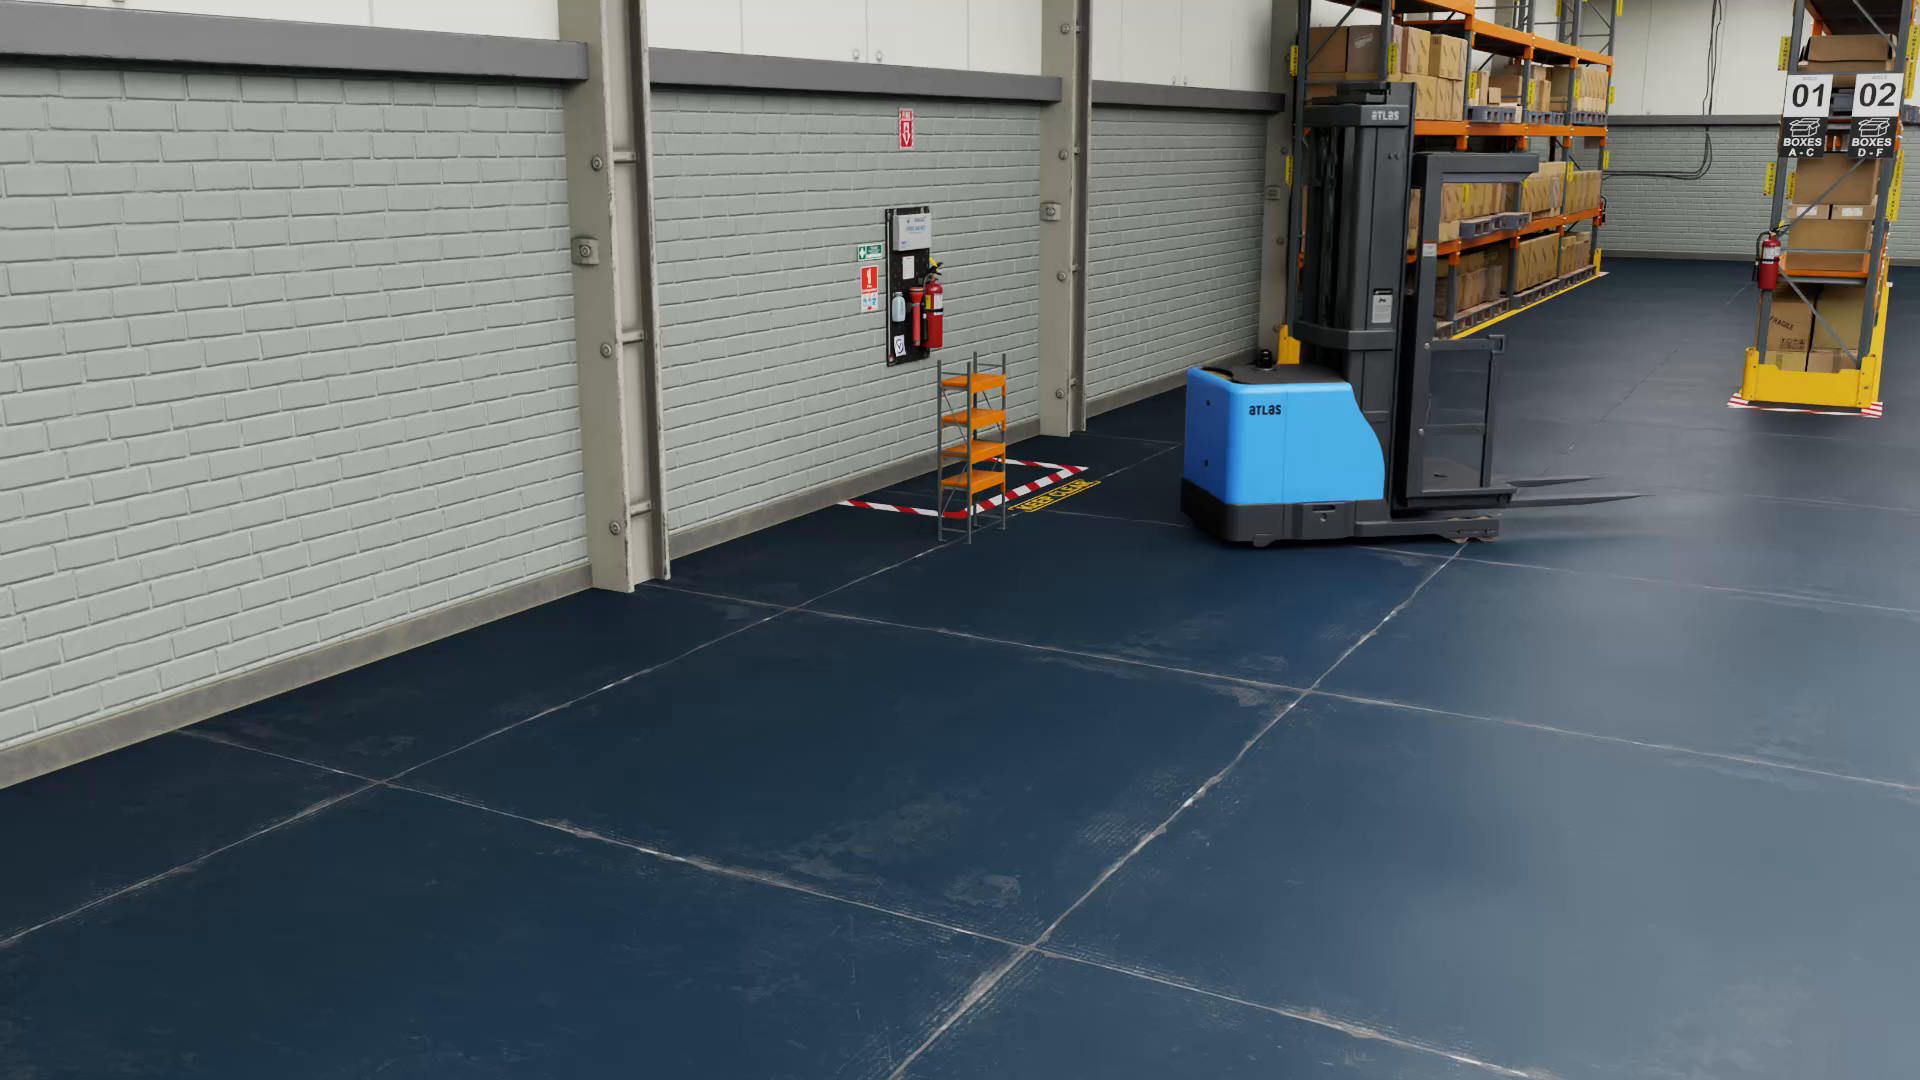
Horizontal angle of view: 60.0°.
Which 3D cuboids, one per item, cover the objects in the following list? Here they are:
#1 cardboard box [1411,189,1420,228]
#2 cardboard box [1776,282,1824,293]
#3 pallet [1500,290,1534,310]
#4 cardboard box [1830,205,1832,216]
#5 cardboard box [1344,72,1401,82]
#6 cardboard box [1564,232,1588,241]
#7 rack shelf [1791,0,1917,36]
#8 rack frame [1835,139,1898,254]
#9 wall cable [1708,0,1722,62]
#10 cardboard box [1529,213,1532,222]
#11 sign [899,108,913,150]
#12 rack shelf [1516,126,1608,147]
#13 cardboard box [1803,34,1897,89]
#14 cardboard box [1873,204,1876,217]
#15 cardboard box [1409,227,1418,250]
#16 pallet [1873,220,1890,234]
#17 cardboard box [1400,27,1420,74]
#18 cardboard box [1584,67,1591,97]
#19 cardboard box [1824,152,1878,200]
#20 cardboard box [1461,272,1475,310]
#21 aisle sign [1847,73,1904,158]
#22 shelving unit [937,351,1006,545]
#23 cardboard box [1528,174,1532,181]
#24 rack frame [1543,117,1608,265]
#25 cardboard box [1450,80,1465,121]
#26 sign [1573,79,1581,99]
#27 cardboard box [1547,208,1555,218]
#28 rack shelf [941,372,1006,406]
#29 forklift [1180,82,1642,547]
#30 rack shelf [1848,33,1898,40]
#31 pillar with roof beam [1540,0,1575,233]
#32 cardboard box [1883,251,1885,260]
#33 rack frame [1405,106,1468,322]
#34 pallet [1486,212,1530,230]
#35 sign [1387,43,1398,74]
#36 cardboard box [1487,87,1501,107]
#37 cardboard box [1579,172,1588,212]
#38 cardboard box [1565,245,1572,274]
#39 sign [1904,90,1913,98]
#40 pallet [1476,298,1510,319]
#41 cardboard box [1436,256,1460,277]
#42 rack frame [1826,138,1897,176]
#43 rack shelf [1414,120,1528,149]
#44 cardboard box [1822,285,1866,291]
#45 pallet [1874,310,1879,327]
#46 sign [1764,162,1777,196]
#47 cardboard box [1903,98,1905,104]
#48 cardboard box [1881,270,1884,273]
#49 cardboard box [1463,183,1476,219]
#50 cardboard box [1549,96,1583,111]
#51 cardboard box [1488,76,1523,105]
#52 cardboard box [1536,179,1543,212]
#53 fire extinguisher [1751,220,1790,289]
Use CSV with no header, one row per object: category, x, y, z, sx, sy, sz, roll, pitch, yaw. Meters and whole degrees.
cardboard box,5.235,-3.997,19.891,0.500,0.500,0.500,7,15,26
cardboard box,9.777,-2.756,19.434,0.500,0.500,0.500,7,15,28
pallet,8.553,-3.865,26.617,1.003,0.211,1.213,7,15,28
cardboard box,8.843,-3.436,17.289,0.380,0.149,0.250,7,15,27
cardboard box,4.619,-4.983,18.648,0.500,0.500,0.500,8,16,30
cardboard box,11.697,-5.759,31.575,0.380,0.149,0.250,8,16,30
rack shelf,9.544,-5.649,17.652,1.077,0.370,4.000,7,15,28
rack frame,16.311,-6.149,30.138,1.000,3.000,0.127,7,15,28
wall cable,17.388,-11.385,34.905,3.097,2.526,0.112,7,15,28
cardboard box,8.800,-5.092,26.249,0.380,0.149,0.250,8,16,30
sign,-0.400,-3.071,12.426,0.001,0.298,0.199,7,15,28
rack shelf,11.006,-7.407,30.493,1.077,0.370,4.000,7,15,28
cardboard box,8.858,-4.764,16.579,0.797,0.503,0.637,9,16,32
cardboard box,9.080,-3.341,16.892,0.380,0.149,0.250,7,15,27
cardboard box,5.242,-3.639,20.007,0.500,0.250,0.500,7,15,27
pallet,12.710,-4.561,23.962,1.213,0.211,1.003,7,15,28
cardboard box,4.924,-5.578,18.980,0.500,0.500,0.500,7,15,27
cardboard box,10.873,-8.112,29.491,0.500,0.500,0.500,7,15,27
cardboard box,9.332,-3.863,17.673,0.700,0.500,0.500,7,15,28
cardboard box,7.001,-3.611,24.004,0.700,0.500,0.500,8,15,29
aisle sign,8.813,-4.082,16.017,0.394,0.787,0.004,7,15,28
shelving unit,0.080,-0.617,11.034,0.258,1.200,0.503,7,15,28
cardboard box,8.565,-5.705,25.807,0.500,0.250,0.500,8,16,29
rack frame,11.973,-6.709,32.462,1.000,3.000,0.127,7,15,28
cardboard box,6.143,-5.632,21.337,0.500,0.500,0.500,8,16,30
sign,10.519,-7.692,28.363,0.100,0.325,0.005,7,15,28
cardboard box,9.782,-5.511,27.987,0.380,0.149,0.250,7,15,28
rack shelf,0.080,-0.999,10.942,0.258,0.148,0.480,7,15,28
forklift,3.103,-1.525,11.104,3.031,2.935,1.130,-2,14,-10
rack shelf,13.411,-7.290,24.460,1.077,0.370,4.000,7,15,28
pillar with roof beam,16.290,-9.790,32.440,9.100,9.000,0.400,7,15,28
cardboard box,16.264,-5.008,29.800,0.500,0.500,0.500,7,15,28
rack frame,6.172,-4.247,22.250,1.000,3.000,0.127,7,15,28
pallet,7.855,-4.816,25.020,1.213,0.211,1.003,7,15,28
sign,4.713,-5.248,18.137,0.100,0.325,0.005,7,15,28
cardboard box,7.398,-6.330,24.229,0.797,0.503,0.637,10,17,36
cardboard box,11.017,-6.443,30.720,0.980,0.700,0.700,7,15,25
cardboard box,10.737,-5.122,30.316,0.700,0.500,0.500,7,15,27
sign,12.926,-6.191,22.640,0.100,0.325,0.005,7,15,28
pallet,7.727,-3.552,25.317,1.003,0.211,1.213,7,15,28
cardboard box,6.723,-3.854,23.414,0.500,0.250,0.500,7,15,27
rack frame,14.378,-5.328,26.734,1.000,3.000,0.127,7,15,28
rack shelf,7.139,-5.766,23.685,1.077,0.370,4.000,7,15,28
cardboard box,9.987,-2.594,18.766,0.500,0.500,0.500,7,15,28
pallet,12.838,-3.301,24.274,1.003,0.211,1.213,7,15,28
sign,8.108,-3.608,16.625,0.100,0.325,0.005,7,15,28
cardboard box,15.322,-7.232,27.484,0.500,0.250,0.500,7,15,28
cardboard box,13.162,-3.675,24.272,0.500,0.500,0.500,7,15,26
cardboard box,6.724,-4.724,23.076,0.700,0.500,0.500,9,16,34
cardboard box,10.604,-7.638,29.128,0.500,0.250,0.500,7,15,28
cardboard box,8.286,-6.893,25.671,0.700,0.500,0.500,6,15,24
cardboard box,9.067,-5.549,26.762,0.500,0.500,0.500,7,15,28
fire extinguisher,8.113,-2.857,16.648,0.296,0.674,0.183,7,15,28
